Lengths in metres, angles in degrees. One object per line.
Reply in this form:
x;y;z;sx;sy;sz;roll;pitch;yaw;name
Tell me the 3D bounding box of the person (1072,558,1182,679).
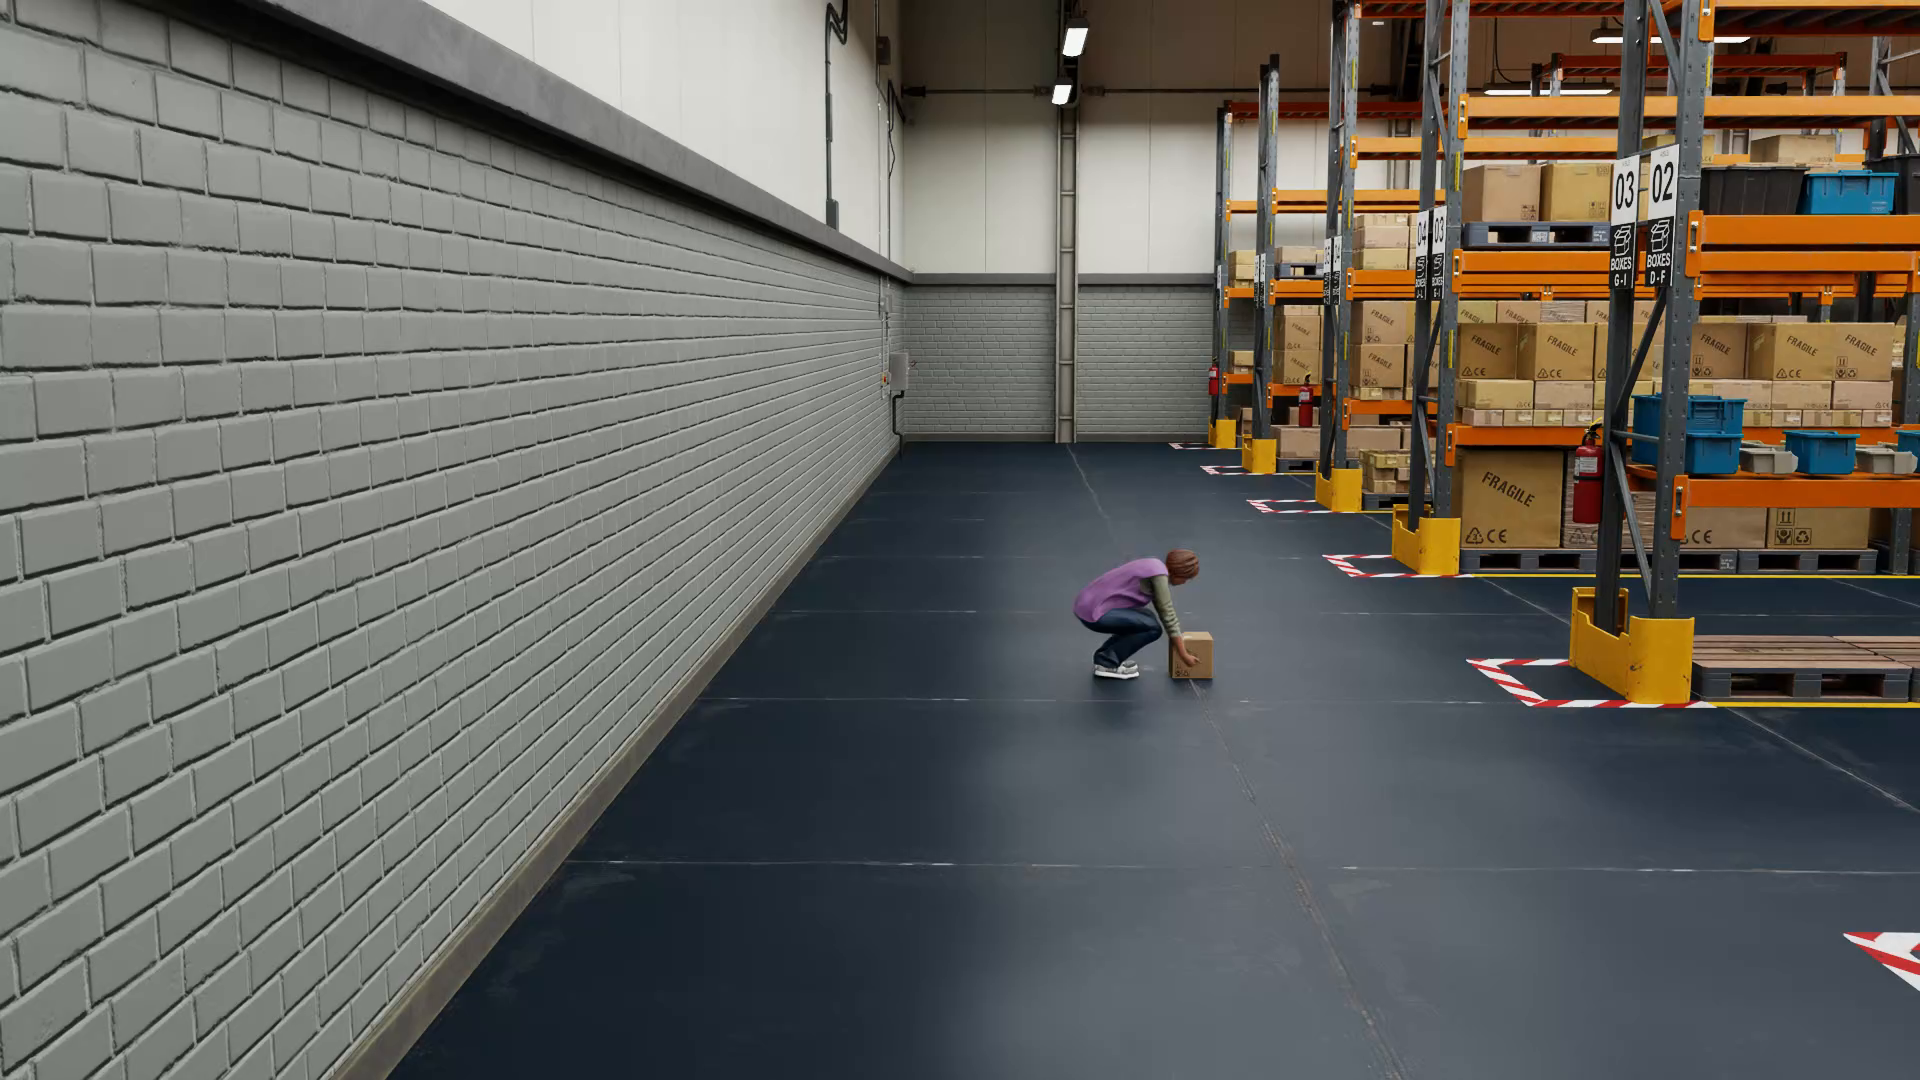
2.258;-0.100;5.425;3.339;3.198;10.192;0;7;1;person
